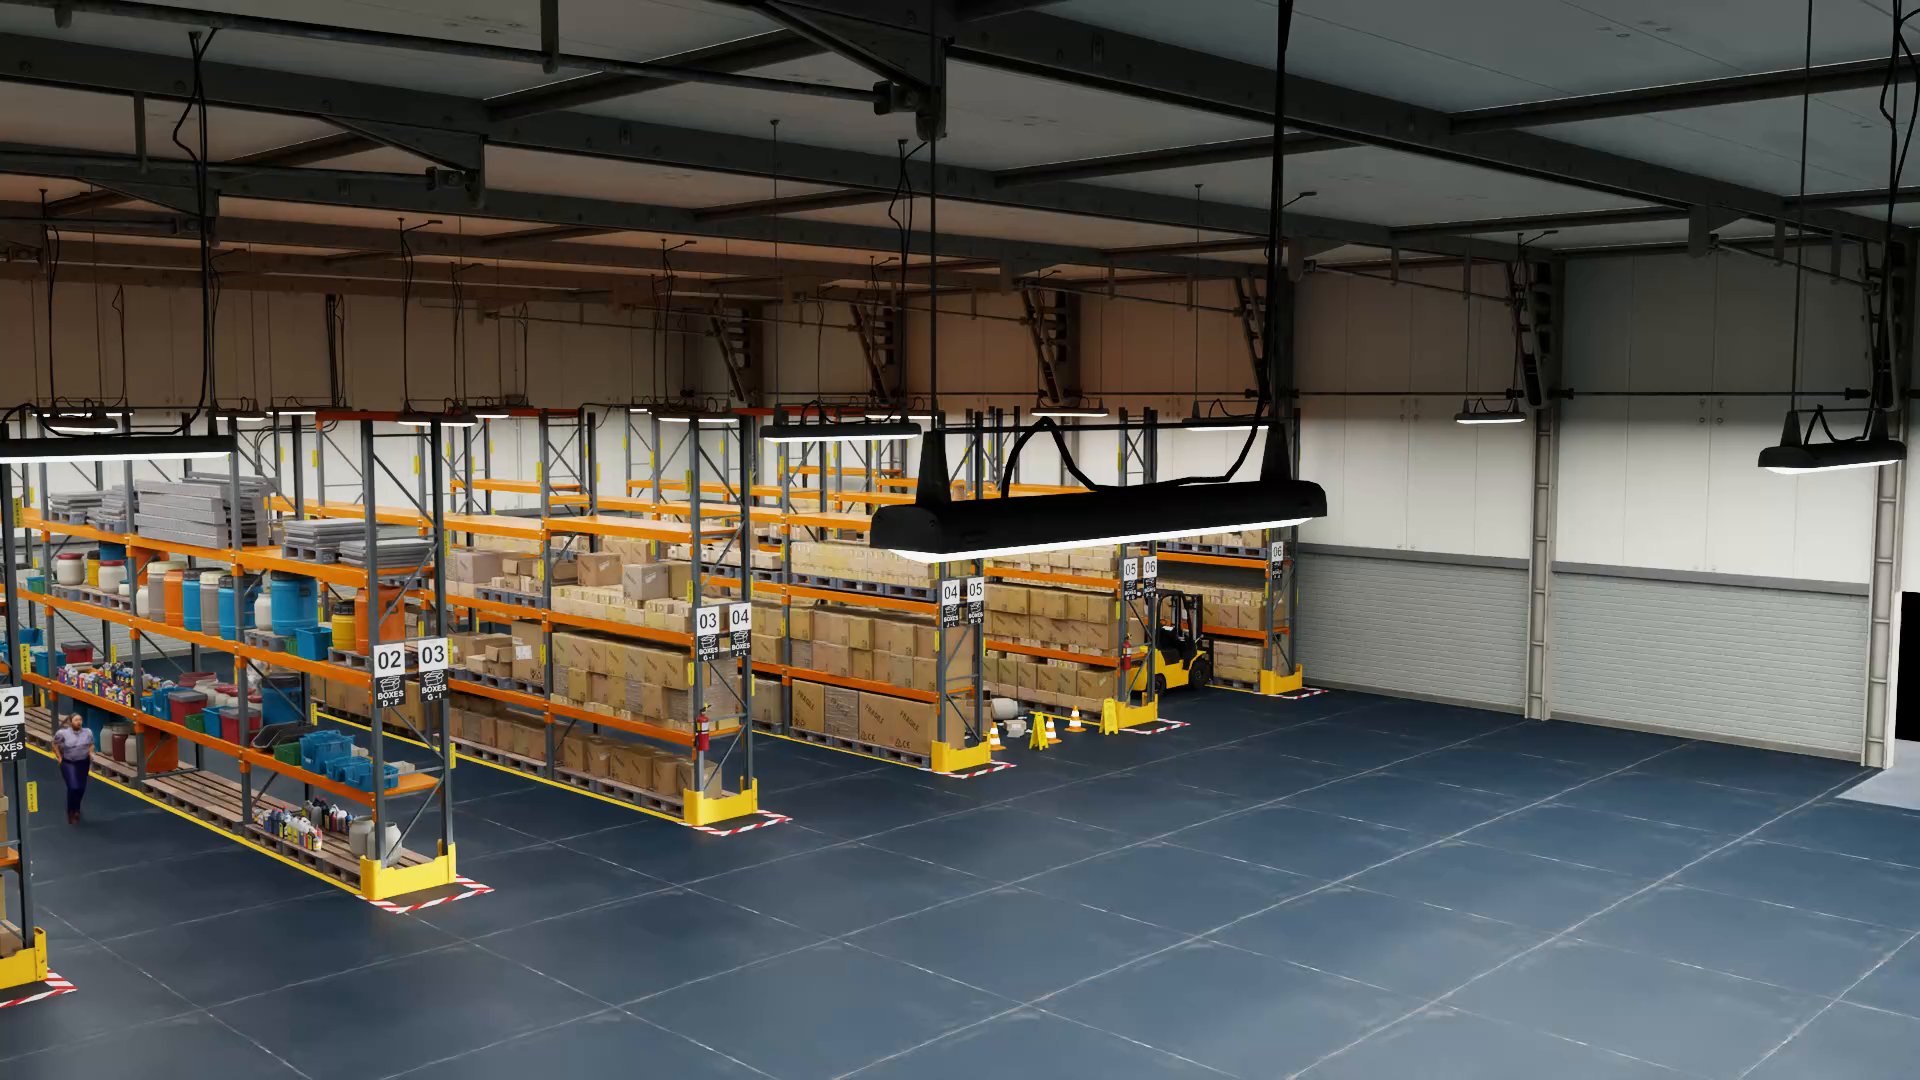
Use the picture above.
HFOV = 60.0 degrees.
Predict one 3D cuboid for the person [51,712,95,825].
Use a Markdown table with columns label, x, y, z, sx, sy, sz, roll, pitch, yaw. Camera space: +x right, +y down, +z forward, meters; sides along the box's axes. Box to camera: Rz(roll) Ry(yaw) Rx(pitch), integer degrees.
| label | x | y | z | sx | sy | sz | roll | pitch | yaw |
| --- | --- | --- | --- | --- | --- | --- | --- | --- | --- |
| person | -13.059 | 3.361 | 24.554 | 0.795 | 1.666 | 0.530 | 5 | 7 | 42 |

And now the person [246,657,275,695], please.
| label | x | y | z | sx | sy | sz | roll | pitch | yaw |
| --- | --- | --- | --- | --- | --- | --- | --- | --- | --- |
| person | -13.623 | 2.656 | 32.037 | 0.872 | 1.689 | 0.674 | 2 | 6 | 24 |
